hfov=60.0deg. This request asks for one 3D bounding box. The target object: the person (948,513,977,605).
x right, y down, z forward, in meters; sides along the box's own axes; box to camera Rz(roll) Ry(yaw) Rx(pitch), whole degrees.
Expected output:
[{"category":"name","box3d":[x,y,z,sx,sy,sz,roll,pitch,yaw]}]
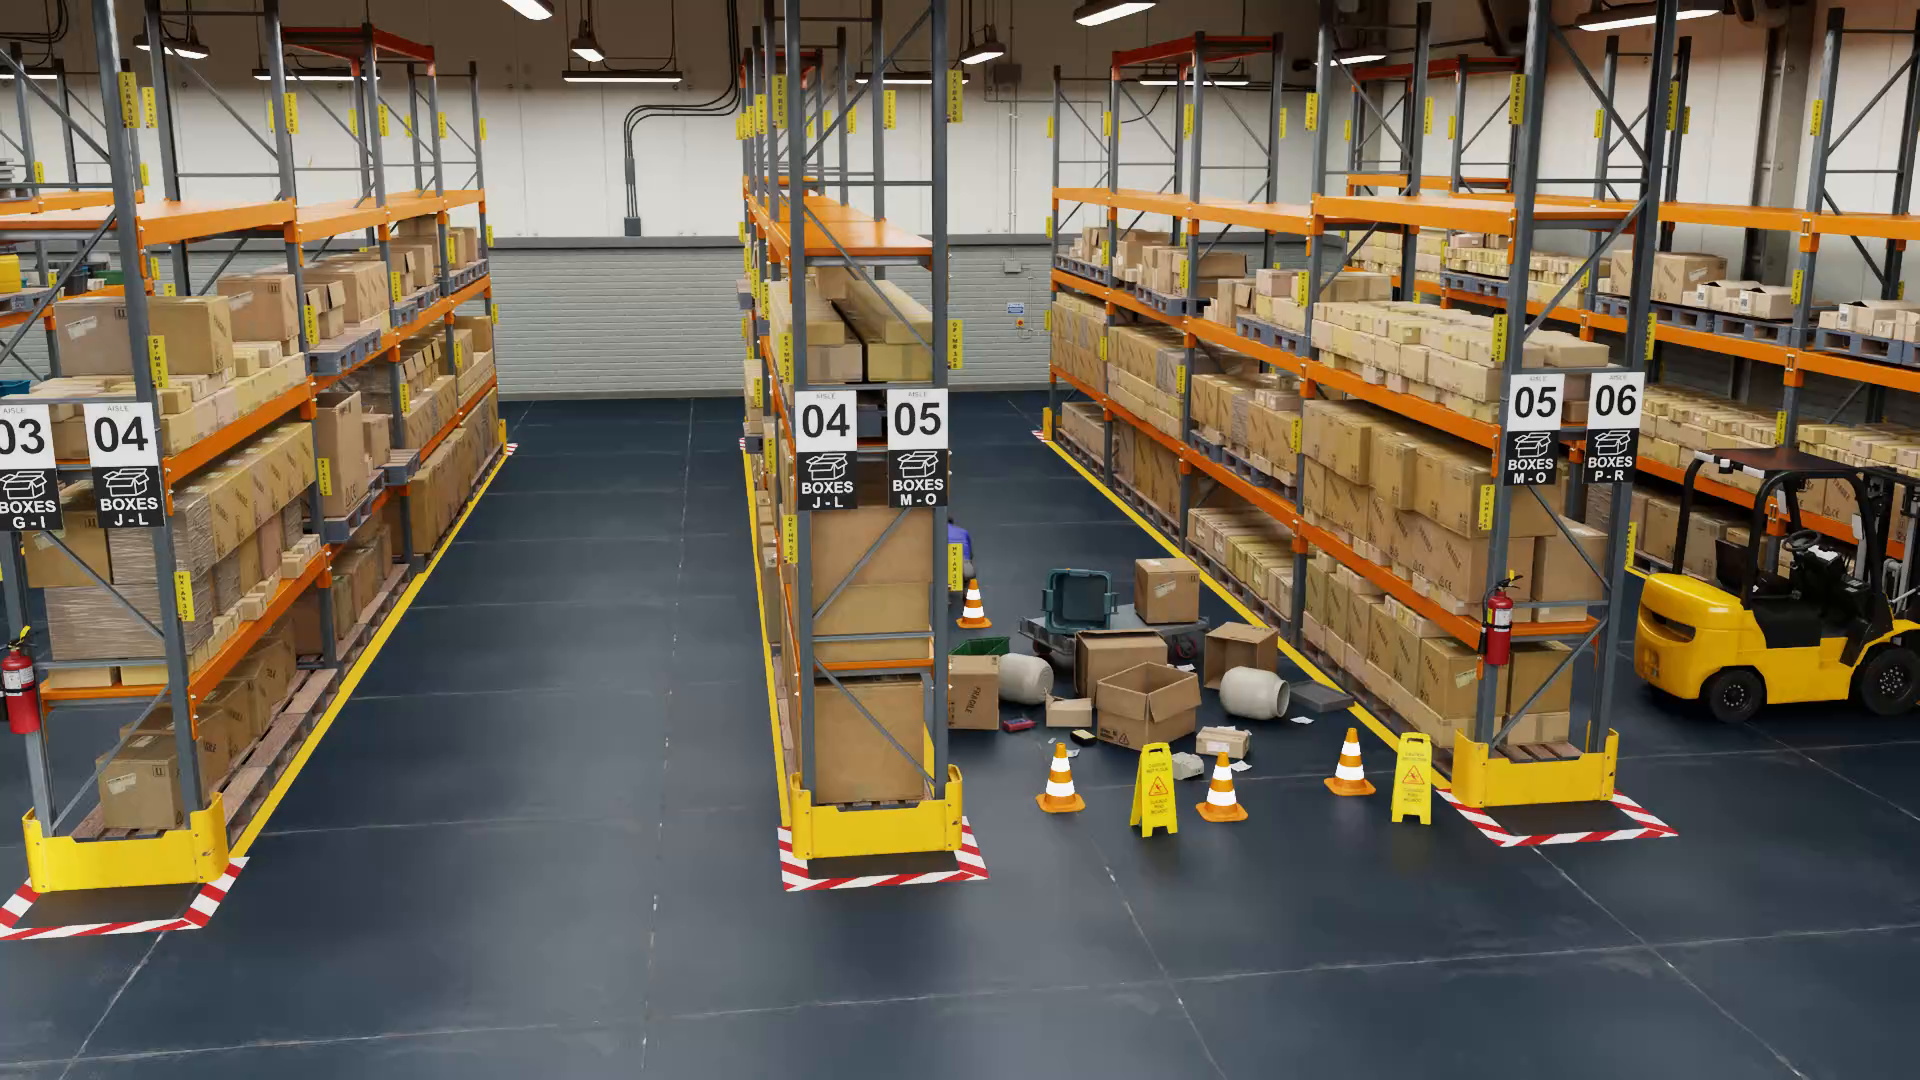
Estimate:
[{"category":"person","box3d":[-0.077,0.193,17.822,0.503,0.919,0.828,-2,13,-8]}]
